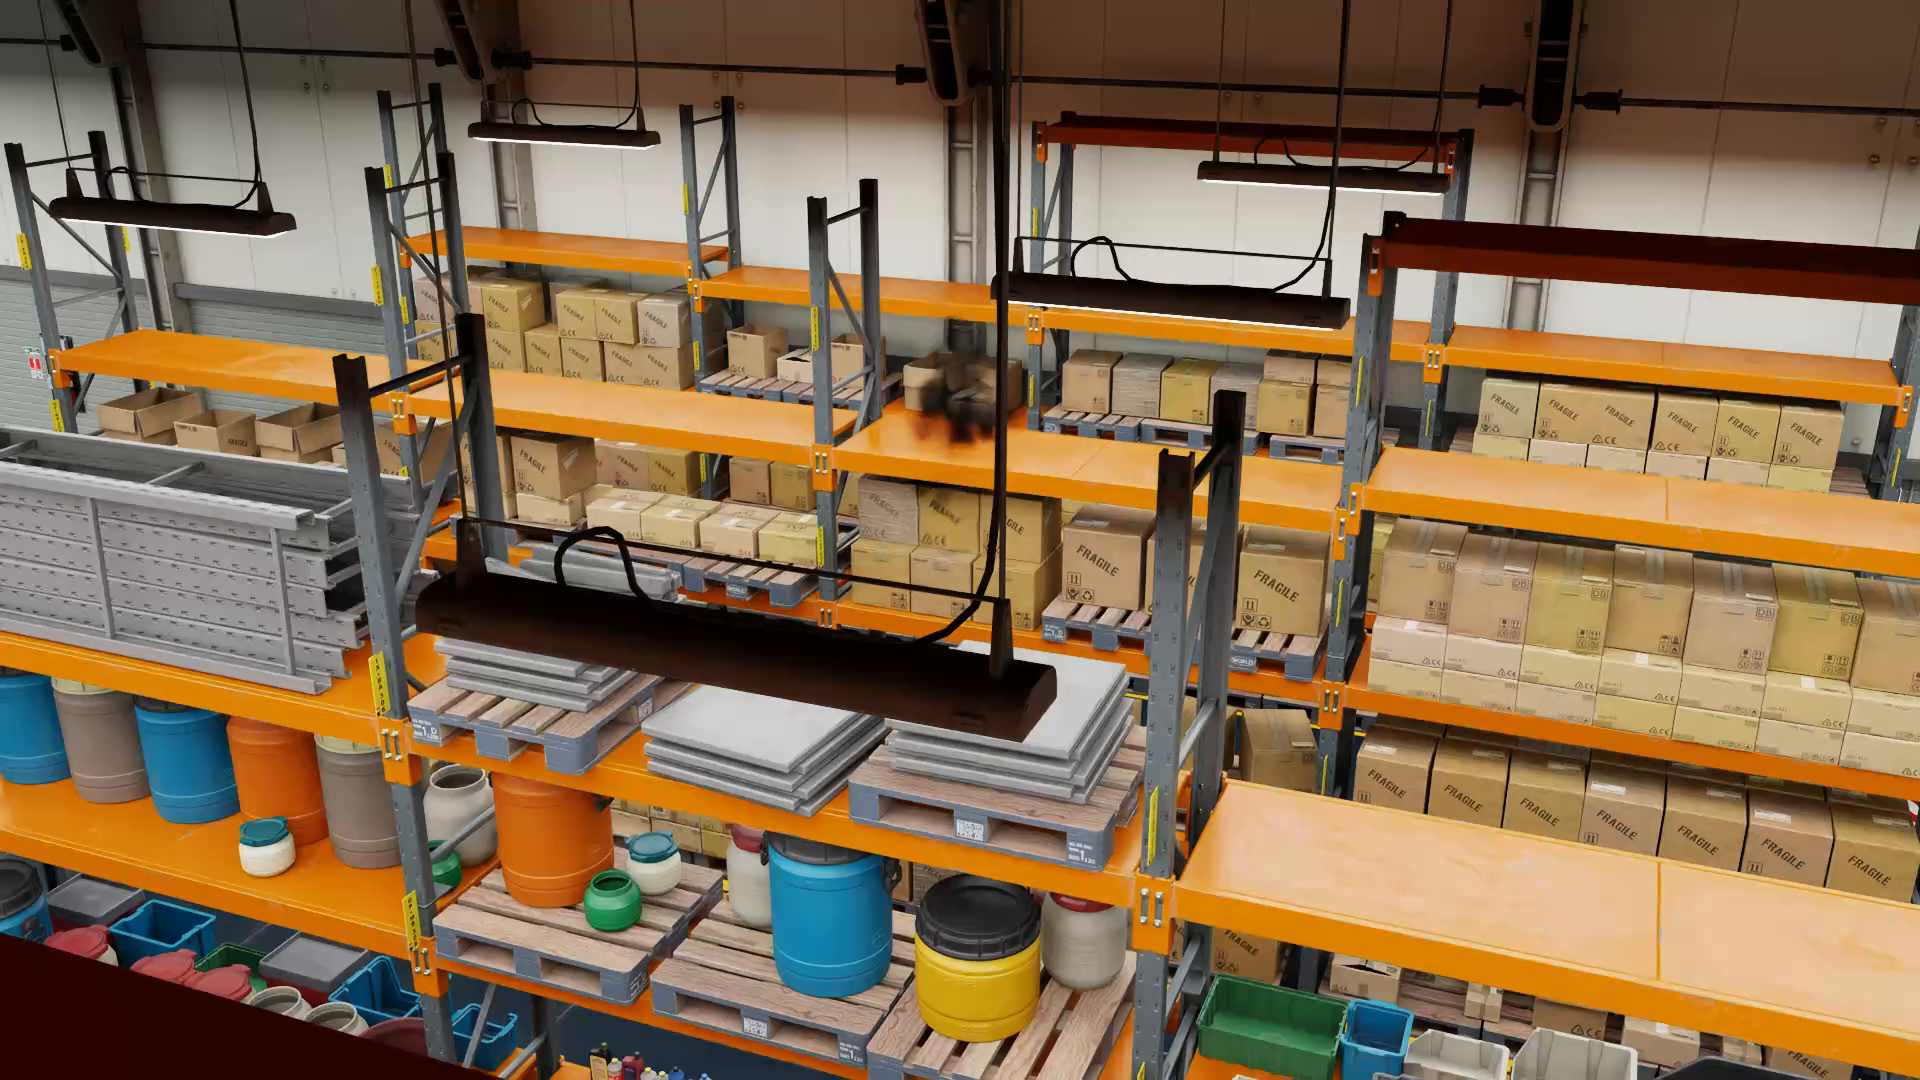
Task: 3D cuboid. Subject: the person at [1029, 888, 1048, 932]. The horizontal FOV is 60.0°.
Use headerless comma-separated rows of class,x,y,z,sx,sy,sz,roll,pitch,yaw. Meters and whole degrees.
person,0.531,3.045,11.323,0.824,1.600,0.541,4,21,10
